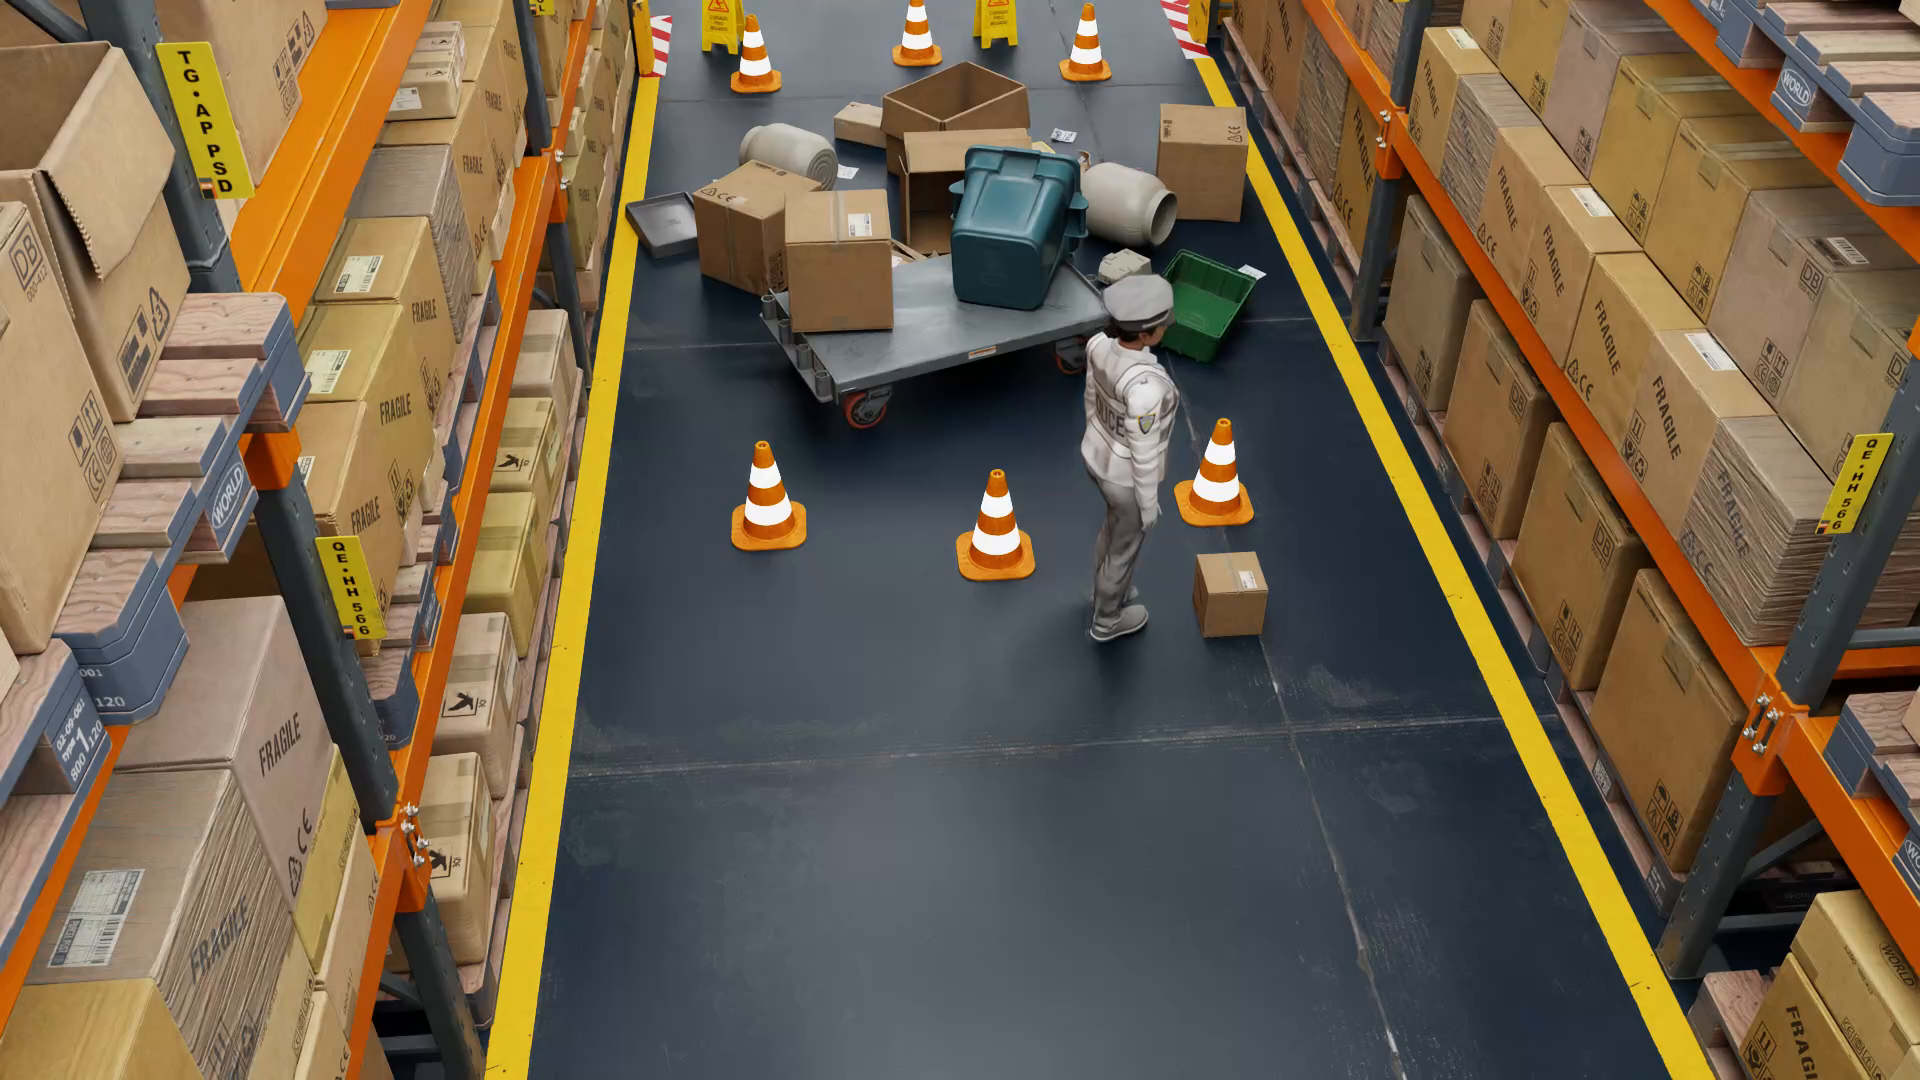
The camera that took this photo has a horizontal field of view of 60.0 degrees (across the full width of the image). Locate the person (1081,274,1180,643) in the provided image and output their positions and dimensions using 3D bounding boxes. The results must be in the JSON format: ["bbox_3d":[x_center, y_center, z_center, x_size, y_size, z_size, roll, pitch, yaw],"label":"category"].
[{"bbox_3d":[0.682,-0.258,6.498,0.402,1.739,0.509,-14,41,-17],"label":"person"}]
